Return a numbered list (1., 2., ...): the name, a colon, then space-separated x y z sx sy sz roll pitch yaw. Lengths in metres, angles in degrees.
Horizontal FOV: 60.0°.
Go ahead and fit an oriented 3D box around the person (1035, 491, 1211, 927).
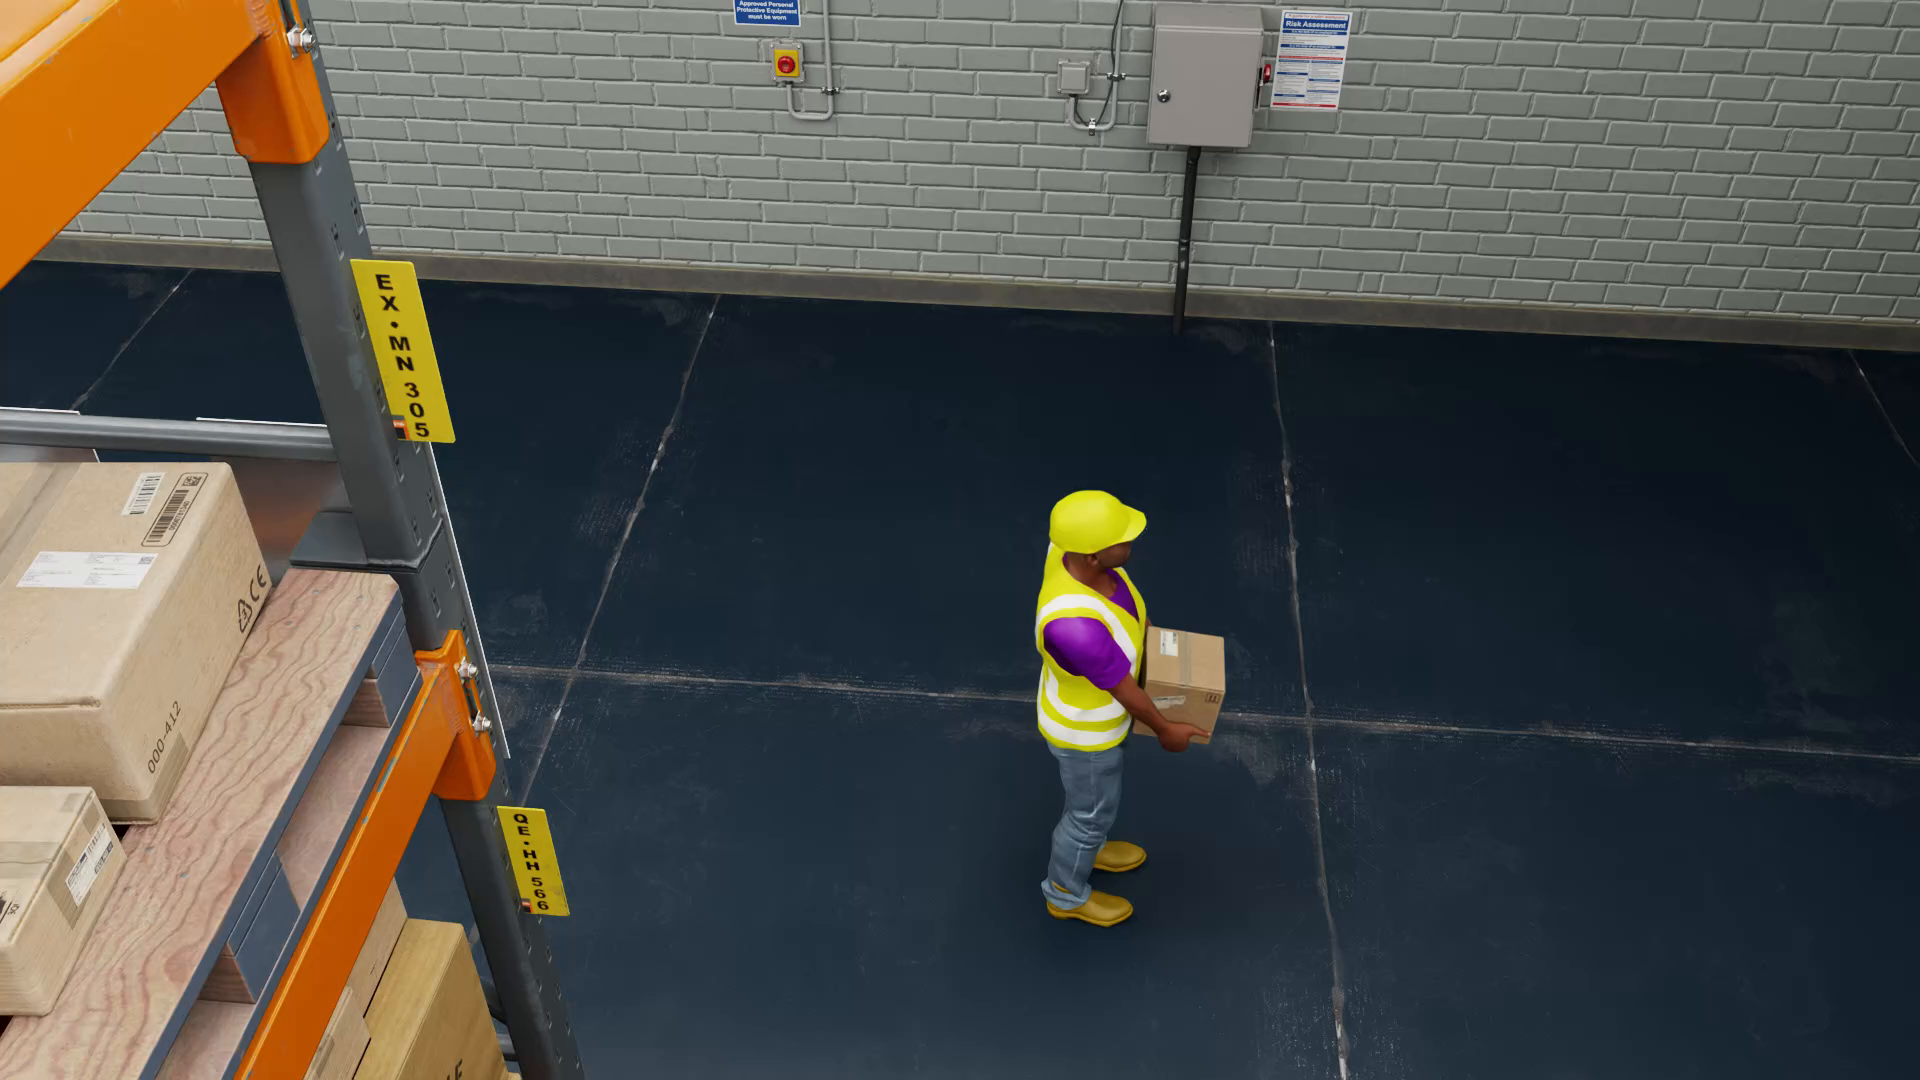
1. person: 0.529 0.558 5.471 0.575 1.761 0.504 4 40 4
